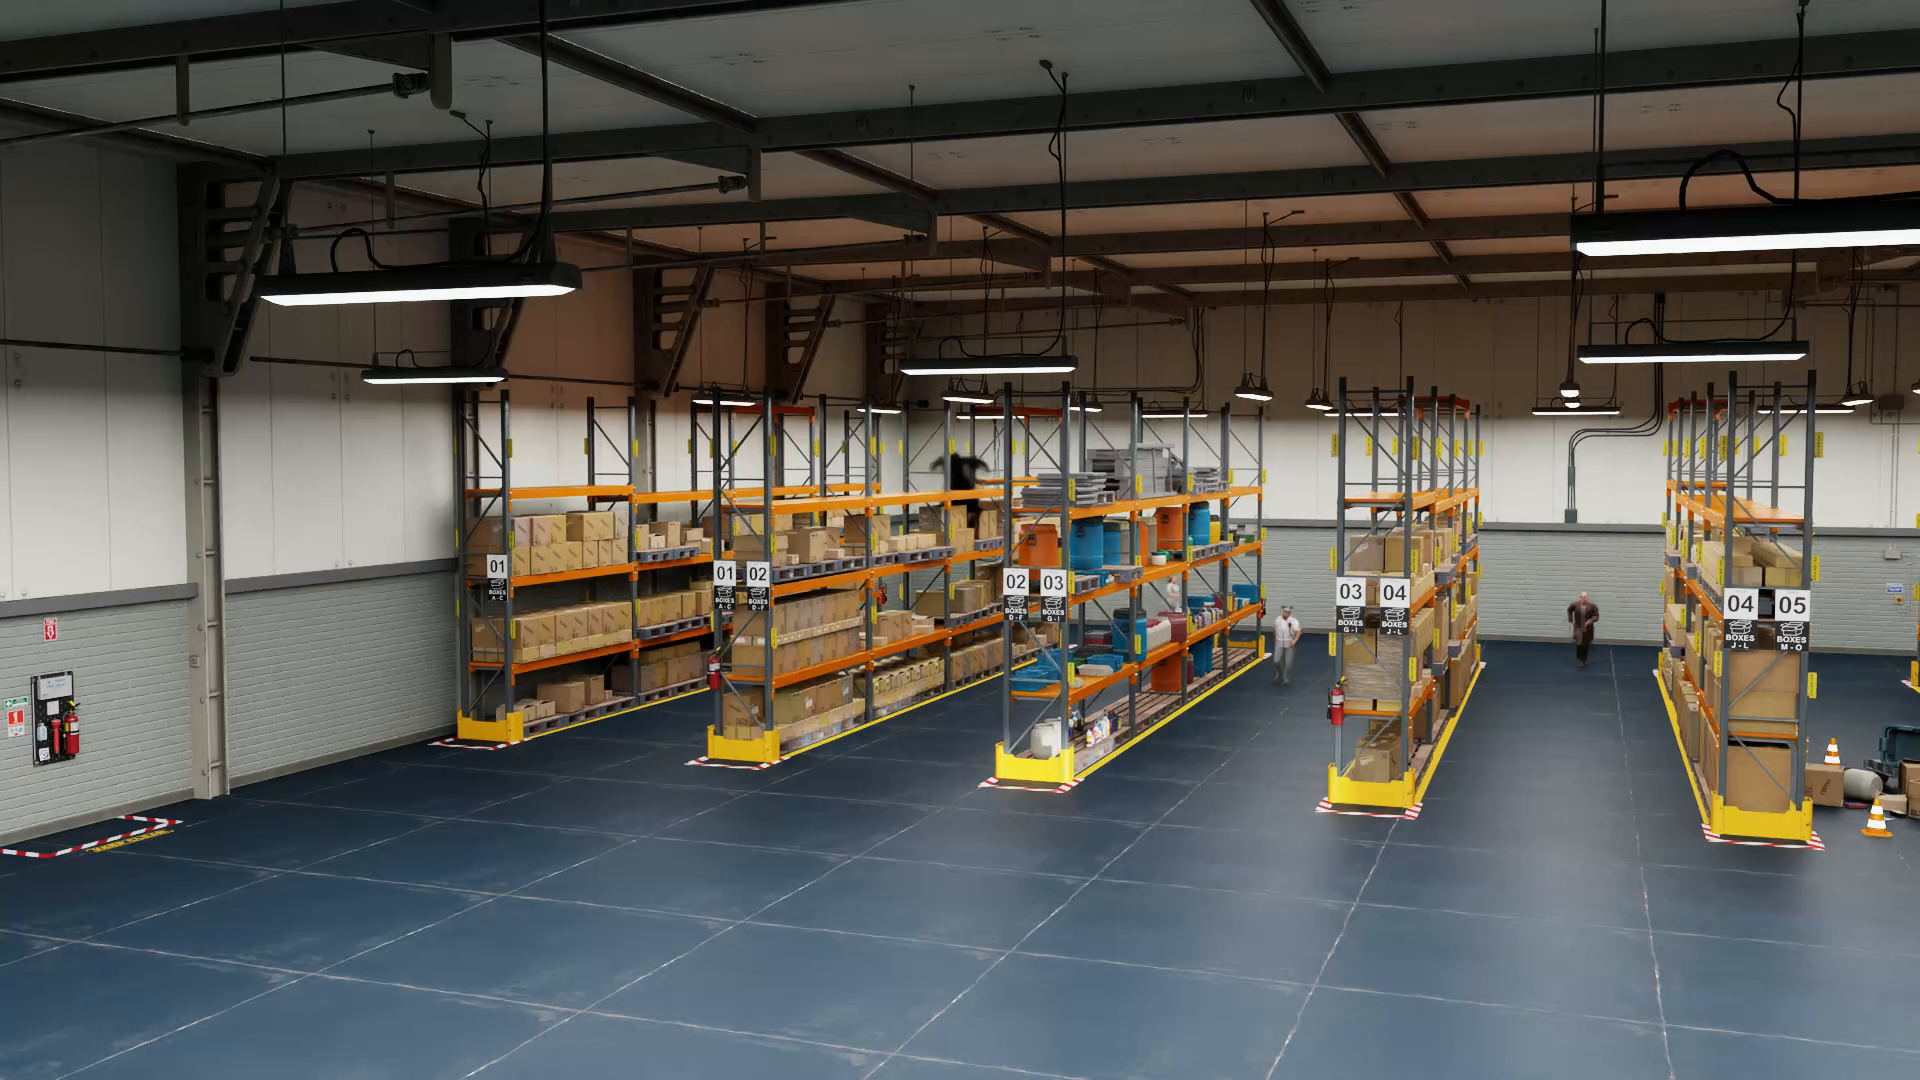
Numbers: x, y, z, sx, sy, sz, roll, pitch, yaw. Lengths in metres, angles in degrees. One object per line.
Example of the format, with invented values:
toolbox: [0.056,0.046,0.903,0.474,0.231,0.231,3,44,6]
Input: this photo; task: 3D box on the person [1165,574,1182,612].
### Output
person: [5.603,1.736,43.993,0.853,1.718,0.555,3,4,43]

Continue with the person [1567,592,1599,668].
person: [14.195,2.062,37.894,0.694,1.763,0.841,1,3,23]

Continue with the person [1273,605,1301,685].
person: [6.852,2.215,35.040,0.675,1.711,0.801,1,3,24]
